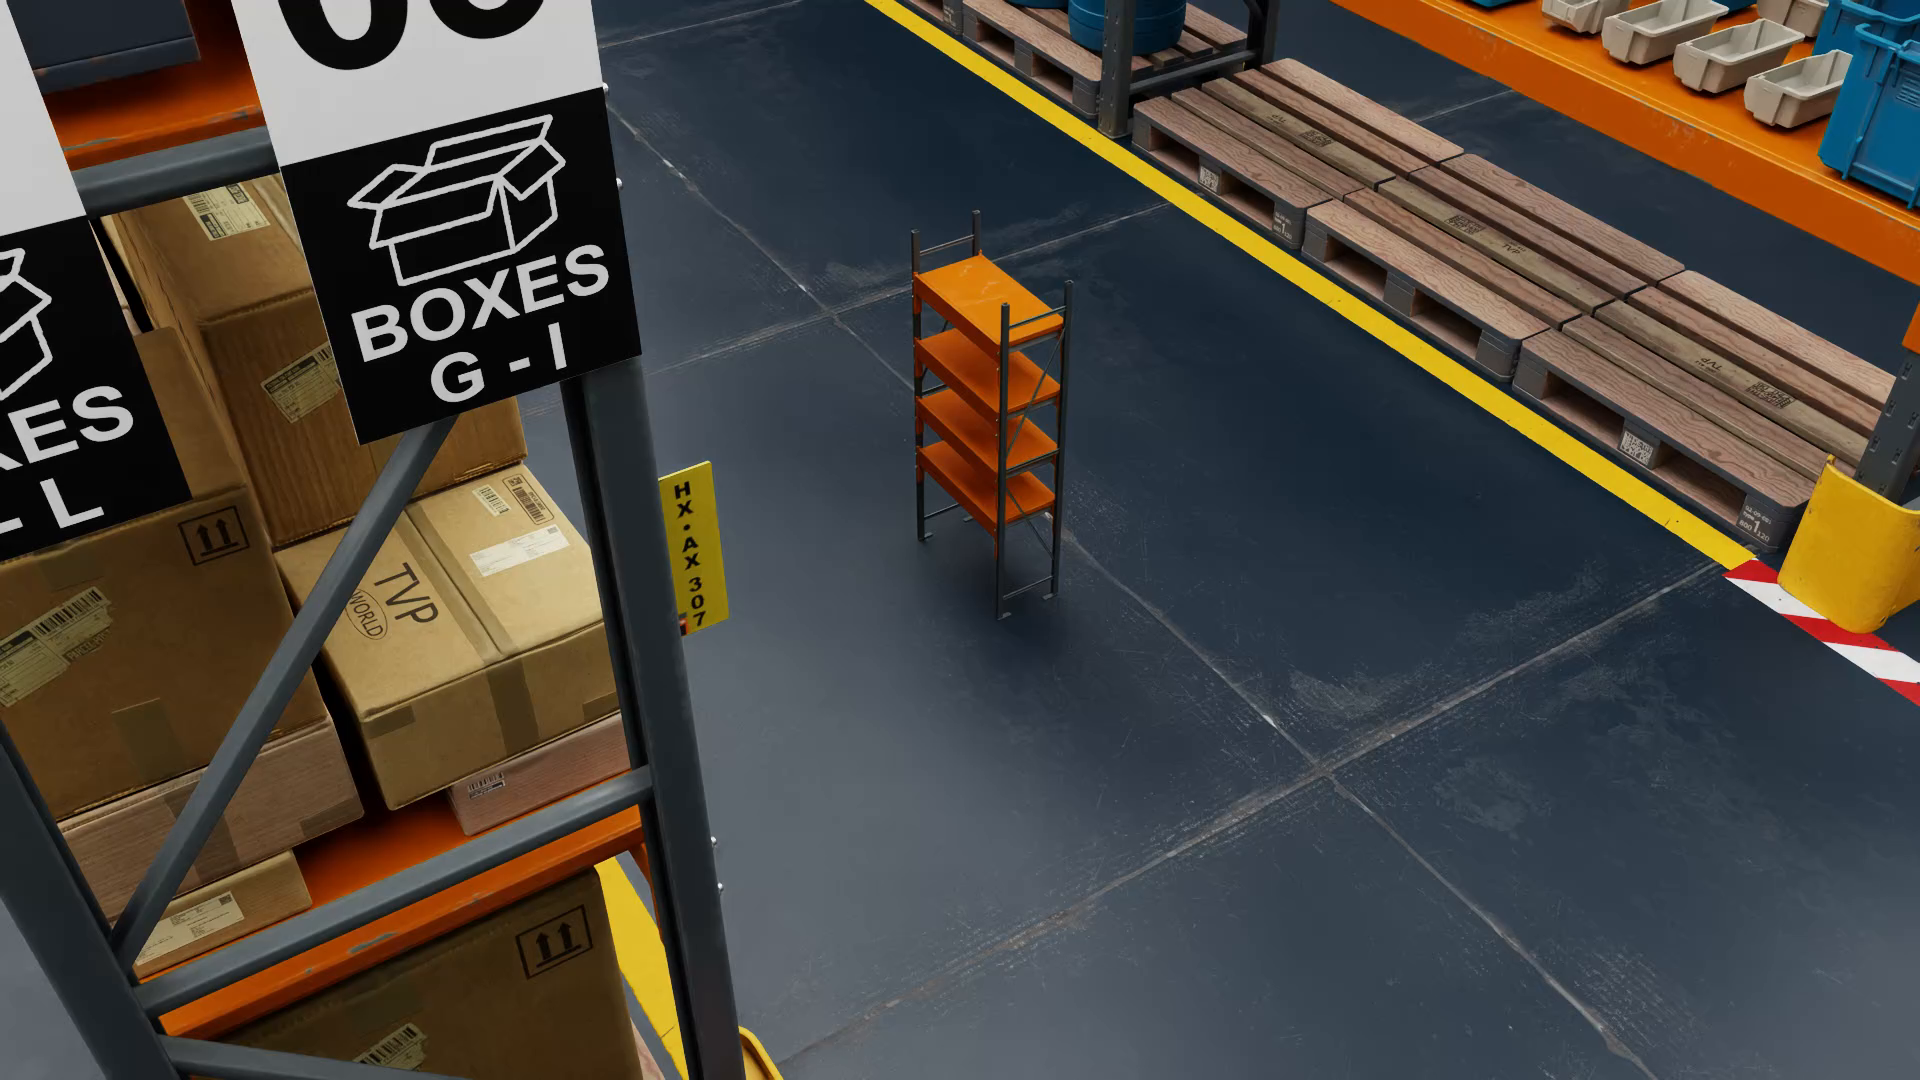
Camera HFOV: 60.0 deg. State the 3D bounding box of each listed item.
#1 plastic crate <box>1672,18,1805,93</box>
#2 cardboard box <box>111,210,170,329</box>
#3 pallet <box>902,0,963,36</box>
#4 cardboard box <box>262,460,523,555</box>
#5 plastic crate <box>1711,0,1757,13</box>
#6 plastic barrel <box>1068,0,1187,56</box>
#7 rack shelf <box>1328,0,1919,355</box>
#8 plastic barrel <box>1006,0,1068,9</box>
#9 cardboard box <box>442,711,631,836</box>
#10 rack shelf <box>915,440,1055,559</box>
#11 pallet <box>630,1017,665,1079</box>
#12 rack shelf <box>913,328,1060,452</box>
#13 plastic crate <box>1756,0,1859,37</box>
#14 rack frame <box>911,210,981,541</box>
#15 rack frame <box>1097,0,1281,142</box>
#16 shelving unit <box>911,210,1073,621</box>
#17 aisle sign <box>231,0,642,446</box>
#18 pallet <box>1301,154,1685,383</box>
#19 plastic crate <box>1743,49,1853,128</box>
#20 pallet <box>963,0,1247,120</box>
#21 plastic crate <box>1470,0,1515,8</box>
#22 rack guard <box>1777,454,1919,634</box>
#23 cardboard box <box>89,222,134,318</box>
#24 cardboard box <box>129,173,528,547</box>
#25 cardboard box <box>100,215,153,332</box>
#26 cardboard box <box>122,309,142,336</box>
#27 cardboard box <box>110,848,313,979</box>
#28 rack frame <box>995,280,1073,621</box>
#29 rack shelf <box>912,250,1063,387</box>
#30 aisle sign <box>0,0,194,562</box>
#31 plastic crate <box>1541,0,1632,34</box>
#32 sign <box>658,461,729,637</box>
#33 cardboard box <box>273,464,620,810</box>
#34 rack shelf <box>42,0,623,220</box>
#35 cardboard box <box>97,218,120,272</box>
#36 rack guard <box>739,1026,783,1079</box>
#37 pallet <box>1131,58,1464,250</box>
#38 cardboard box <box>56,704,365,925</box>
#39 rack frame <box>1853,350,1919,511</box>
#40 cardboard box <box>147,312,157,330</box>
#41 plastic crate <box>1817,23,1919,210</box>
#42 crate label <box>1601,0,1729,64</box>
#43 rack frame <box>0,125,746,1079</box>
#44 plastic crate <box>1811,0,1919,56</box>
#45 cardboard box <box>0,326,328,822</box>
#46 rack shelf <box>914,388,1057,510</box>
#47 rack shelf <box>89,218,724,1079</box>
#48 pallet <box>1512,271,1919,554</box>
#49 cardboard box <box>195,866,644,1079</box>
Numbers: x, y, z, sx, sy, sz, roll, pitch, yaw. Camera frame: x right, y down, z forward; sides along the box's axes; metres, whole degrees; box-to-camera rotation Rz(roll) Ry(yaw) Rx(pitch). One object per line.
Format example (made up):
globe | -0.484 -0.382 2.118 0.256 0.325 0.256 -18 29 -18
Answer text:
plastic crate | 2.543 -1.595 5.480 0.396 0.136 0.243 -22 45 -24
cardboard box | -1.481 -0.673 3.513 0.500 0.500 0.500 -23 45 -26
pallet | 0.088 -3.311 9.559 1.003 0.211 1.213 -22 45 -24
cardboard box | -1.213 -0.116 3.430 0.500 0.250 0.500 -23 45 -25
plastic crate | 2.715 -2.050 5.950 0.416 0.233 0.300 -22 45 -24
plastic barrel | 0.849 -2.947 8.255 0.600 0.901 0.708 -22 45 -24
rack shelf | 2.203 -1.937 6.293 1.077 0.370 4.000 -22 45 -24
plastic barrel | 0.468 -3.329 8.714 0.600 0.901 0.708 -22 45 -24
cardboard box | -0.811 0.363 3.168 0.380 0.149 0.250 -22 44 -24
rack shelf | 0.089 -0.167 5.429 0.258 0.148 0.480 -22 45 -24
pallet | -1.394 1.238 4.100 1.003 0.211 1.213 -22 45 -24
rack shelf | 0.089 -0.492 5.159 0.258 0.148 0.480 -22 45 -24
plastic crate | 2.956 -1.870 5.810 0.250 0.136 0.298 -22 45 -24
rack frame | -0.042 -0.503 5.417 0.240 1.200 0.015 -22 45 -24
rack frame | 1.127 -3.293 7.358 1.000 3.000 0.127 -22 45 -24
shelving unit | 0.089 -0.372 5.259 0.258 1.200 0.503 -22 45 -24
aisle sign | -0.606 -0.492 1.966 0.394 0.787 0.004 -22 45 -24
pallet | 2.216 -1.179 7.000 1.003 0.211 1.213 -22 45 -24
plastic crate | 2.687 -1.433 5.286 0.396 0.136 0.243 -22 45 -24
pallet | 0.748 -2.652 8.768 1.003 0.211 1.213 -22 45 -24
plastic crate | 1.958 -2.113 6.026 0.416 0.233 0.300 -22 45 -24
rack guard | 3.302 -0.165 5.557 1.175 0.500 0.348 -22 45 -24
cardboard box | -2.212 -0.484 3.872 0.500 0.250 0.500 -22 45 -24
cardboard box | -1.197 -0.395 3.180 0.500 0.500 0.500 -23 45 -25
cardboard box | -1.766 -0.668 4.093 0.500 0.250 0.500 -23 45 -25
cardboard box | -1.928 -0.204 3.537 0.500 0.250 0.500 -24 45 -26
cardboard box | -1.367 0.589 2.896 0.380 0.149 0.250 -21 44 -24
rack frame | 0.220 -0.240 5.101 0.240 1.200 0.015 -22 45 -24
rack shelf | 0.089 -0.673 5.007 0.258 0.148 0.480 -22 45 -24
aisle sign | -1.112 -0.285 1.719 0.394 0.787 0.004 -22 45 -24
plastic crate | 2.198 -1.890 5.834 0.298 0.136 0.250 -22 45 -24
sign | -0.427 0.020 2.644 0.100 0.325 0.005 -22 45 -24
cardboard box | -0.928 0.163 3.097 0.500 0.250 0.500 -23 45 -25
rack shelf | -1.973 -1.384 3.287 1.077 0.370 4.000 -22 45 -24
cardboard box | -2.035 -0.942 4.423 0.500 0.250 0.500 -21 44 -24
rack guard | -0.885 1.545 3.506 1.175 0.500 0.348 -22 45 -24
pallet | 1.555 -1.838 7.791 1.003 0.211 1.213 -22 45 -24
cardboard box | -1.382 0.344 2.878 0.500 0.250 0.500 -23 45 -25
rack frame | 3.278 -1.134 4.767 1.000 3.000 0.127 -22 45 -24
cardboard box | -1.481 -0.388 3.757 0.500 0.250 0.500 -24 45 -26
plastic crate | 2.941 -1.287 4.876 0.616 0.435 0.499 -22 45 -24
crate label | 2.373 -1.737 5.650 0.396 0.136 0.243 -22 45 -24
rack frame | -0.901 0.572 2.720 0.949 2.616 0.053 -22 45 -24
plastic crate | 3.069 -1.694 5.524 0.416 0.233 0.300 -22 45 -24
cardboard box | -1.381 0.054 2.641 0.500 0.500 0.500 -22 44 -24
rack shelf | 0.089 -0.320 5.302 0.258 0.148 0.480 -22 45 -24
rack shelf | -1.973 -0.232 4.247 1.077 0.370 4.000 -22 45 -24
pallet | 2.867 -0.521 6.210 1.003 0.211 1.213 -22 45 -24
cardboard box | -1.309 0.908 3.649 0.875 0.875 0.875 -22 45 -24
